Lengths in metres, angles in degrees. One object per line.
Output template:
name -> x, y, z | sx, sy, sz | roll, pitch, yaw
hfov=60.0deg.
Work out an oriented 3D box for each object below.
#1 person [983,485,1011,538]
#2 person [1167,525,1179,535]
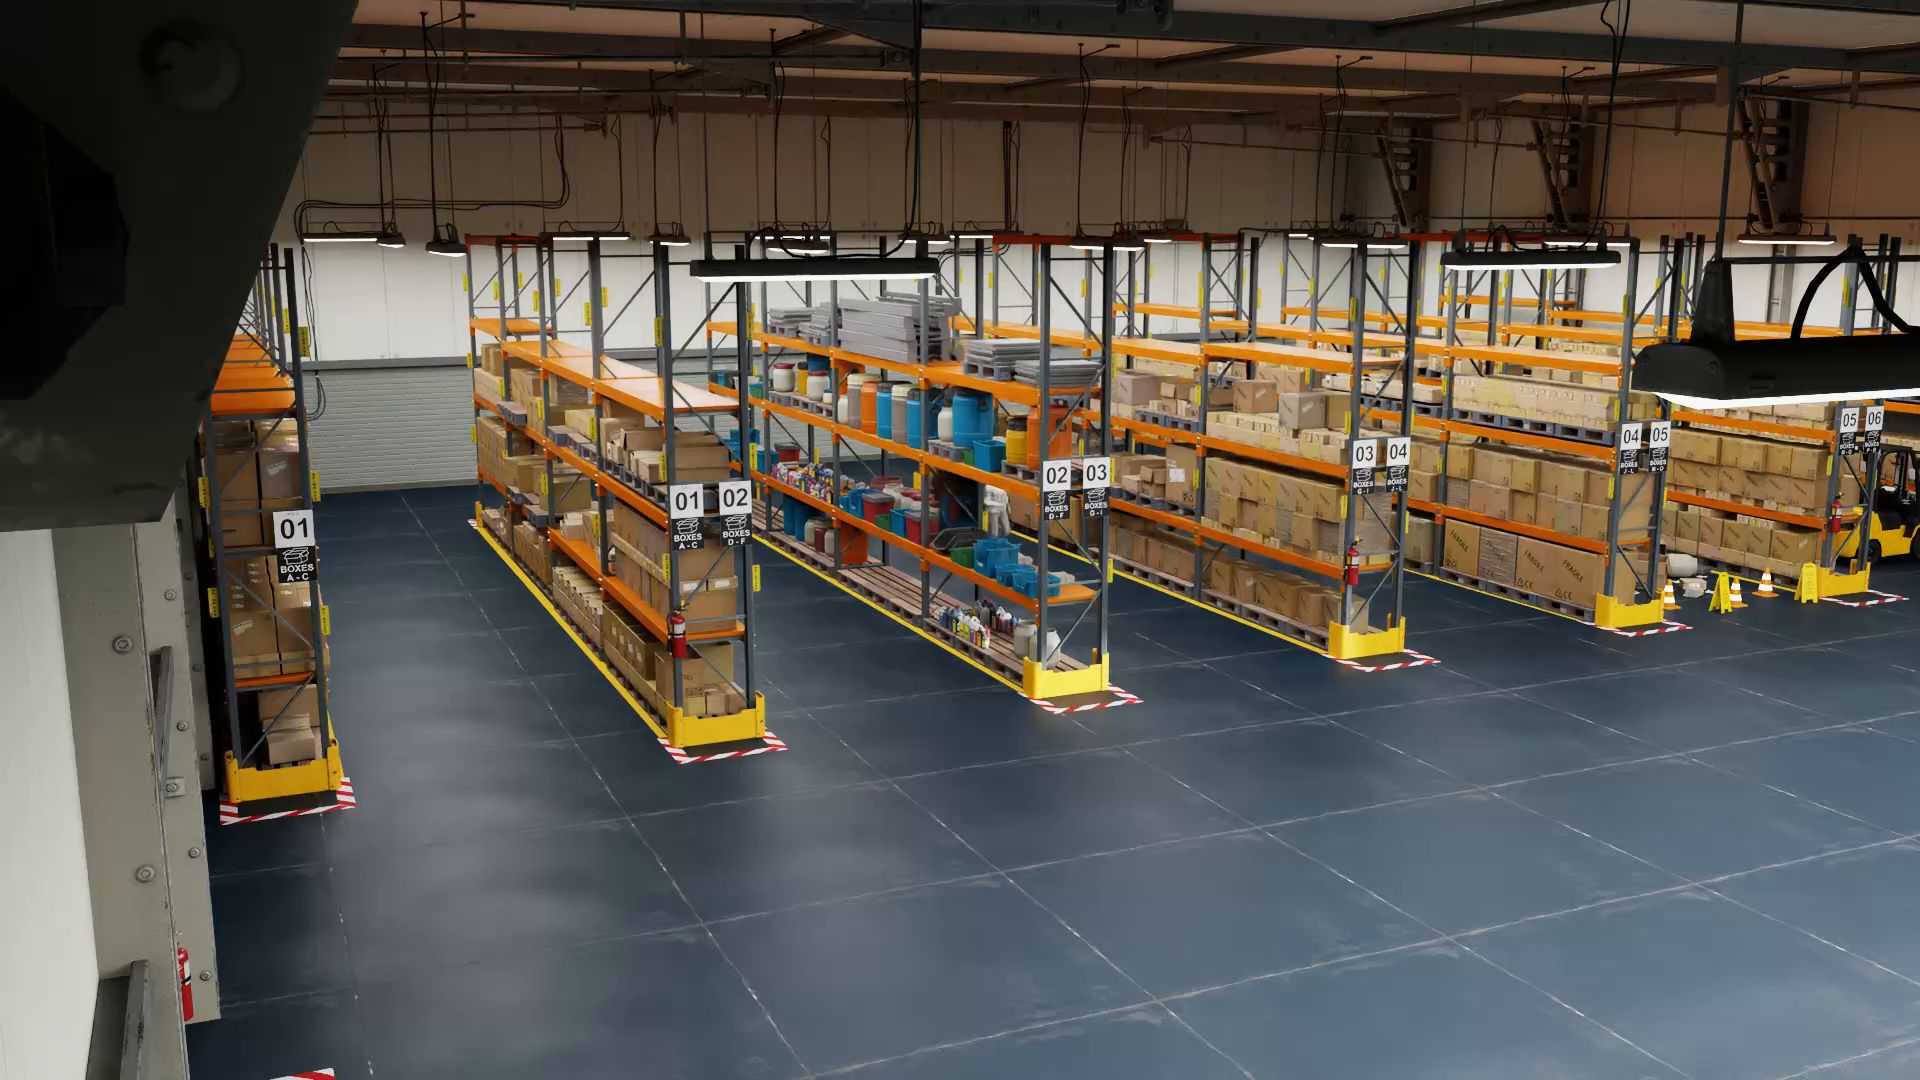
person -> 0.705, -0.487, 29.853 | 0.597, 1.664, 0.569 | -6, 12, -28
person -> 4.266, -0.792, 32.665 | 0.691, 1.722, 0.586 | -5, 12, -25
